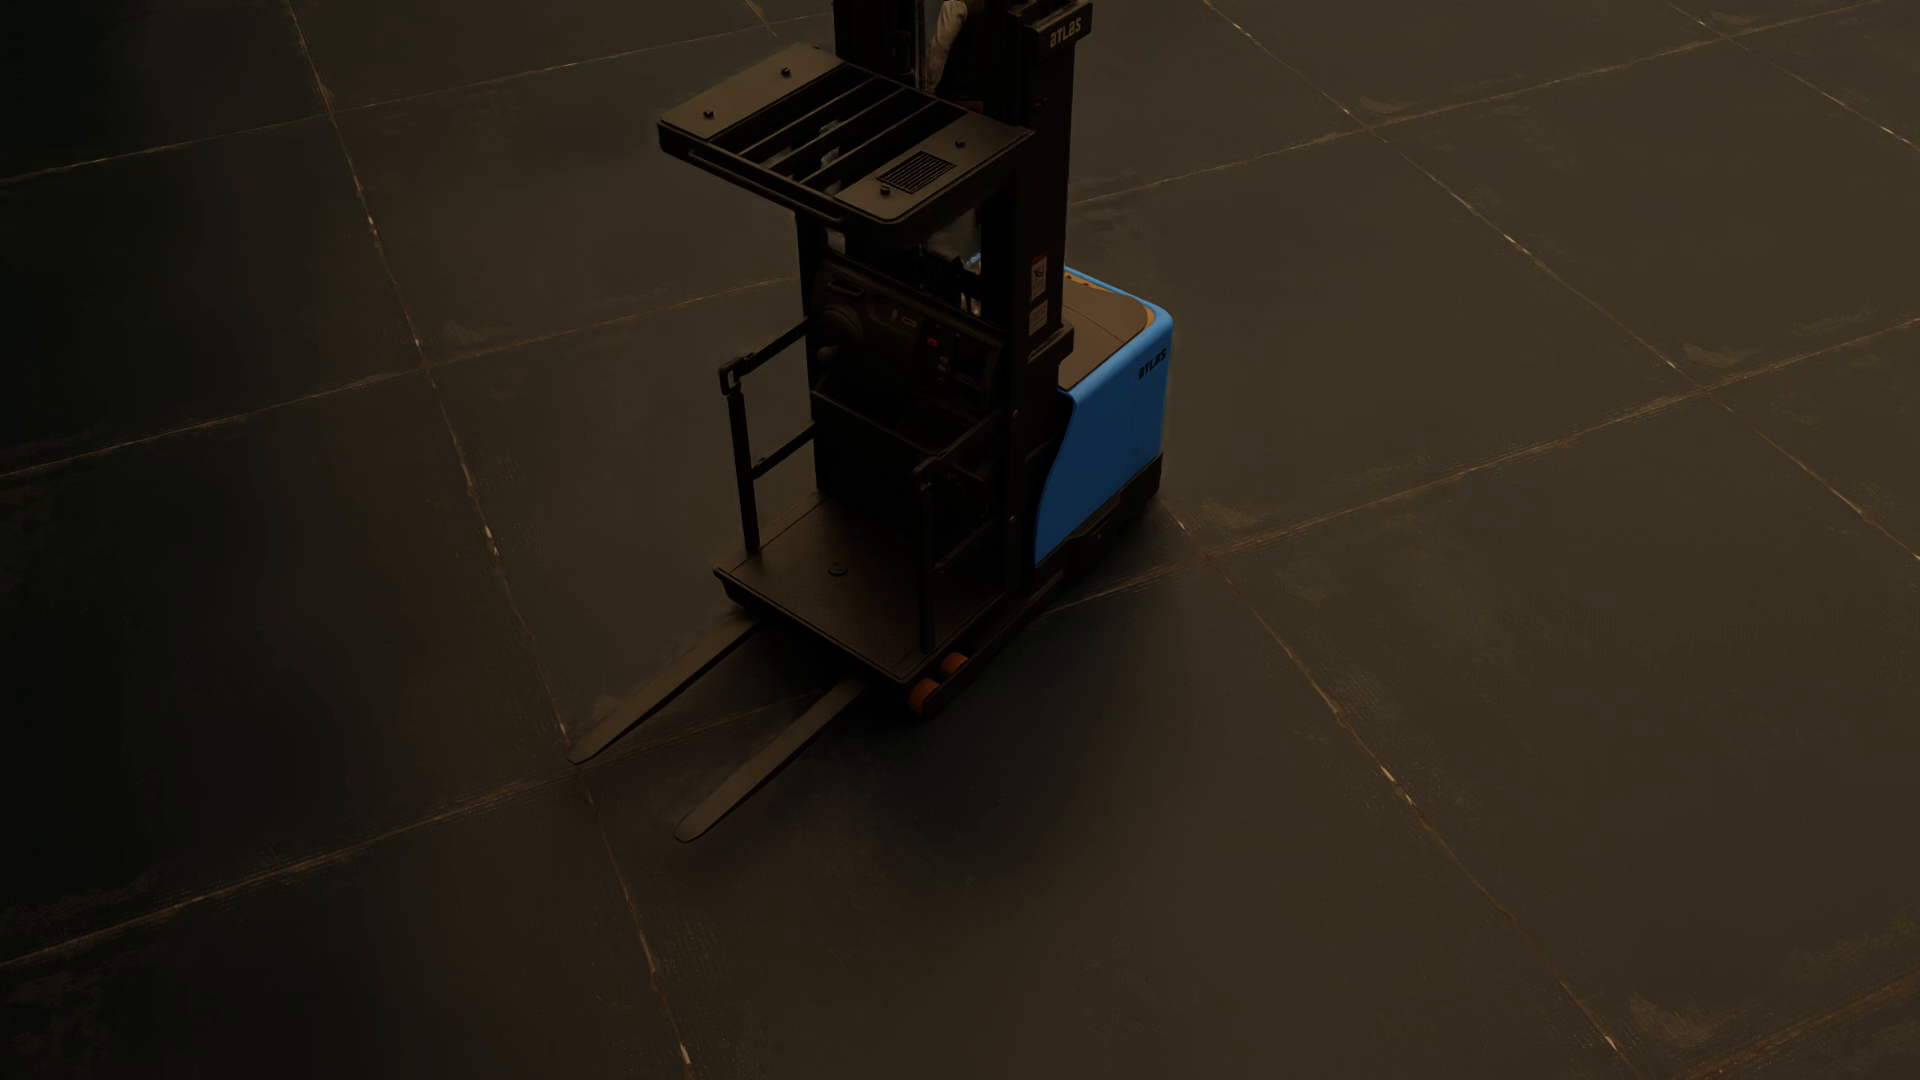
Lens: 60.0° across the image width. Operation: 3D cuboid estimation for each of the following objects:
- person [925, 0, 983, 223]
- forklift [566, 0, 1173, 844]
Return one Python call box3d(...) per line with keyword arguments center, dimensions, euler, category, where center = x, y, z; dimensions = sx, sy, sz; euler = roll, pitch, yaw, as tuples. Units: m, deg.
box3d(center=(0.067, -2.550, 9.383), dimensions=(0.655, 1.700, 0.746), euler=(-6, 43, -6), category="person")
box3d(center=(-0.355, -0.711, 6.442), dimensions=(1.130, 2.935, 3.031), euler=(29, 50, 27), category="forklift")
